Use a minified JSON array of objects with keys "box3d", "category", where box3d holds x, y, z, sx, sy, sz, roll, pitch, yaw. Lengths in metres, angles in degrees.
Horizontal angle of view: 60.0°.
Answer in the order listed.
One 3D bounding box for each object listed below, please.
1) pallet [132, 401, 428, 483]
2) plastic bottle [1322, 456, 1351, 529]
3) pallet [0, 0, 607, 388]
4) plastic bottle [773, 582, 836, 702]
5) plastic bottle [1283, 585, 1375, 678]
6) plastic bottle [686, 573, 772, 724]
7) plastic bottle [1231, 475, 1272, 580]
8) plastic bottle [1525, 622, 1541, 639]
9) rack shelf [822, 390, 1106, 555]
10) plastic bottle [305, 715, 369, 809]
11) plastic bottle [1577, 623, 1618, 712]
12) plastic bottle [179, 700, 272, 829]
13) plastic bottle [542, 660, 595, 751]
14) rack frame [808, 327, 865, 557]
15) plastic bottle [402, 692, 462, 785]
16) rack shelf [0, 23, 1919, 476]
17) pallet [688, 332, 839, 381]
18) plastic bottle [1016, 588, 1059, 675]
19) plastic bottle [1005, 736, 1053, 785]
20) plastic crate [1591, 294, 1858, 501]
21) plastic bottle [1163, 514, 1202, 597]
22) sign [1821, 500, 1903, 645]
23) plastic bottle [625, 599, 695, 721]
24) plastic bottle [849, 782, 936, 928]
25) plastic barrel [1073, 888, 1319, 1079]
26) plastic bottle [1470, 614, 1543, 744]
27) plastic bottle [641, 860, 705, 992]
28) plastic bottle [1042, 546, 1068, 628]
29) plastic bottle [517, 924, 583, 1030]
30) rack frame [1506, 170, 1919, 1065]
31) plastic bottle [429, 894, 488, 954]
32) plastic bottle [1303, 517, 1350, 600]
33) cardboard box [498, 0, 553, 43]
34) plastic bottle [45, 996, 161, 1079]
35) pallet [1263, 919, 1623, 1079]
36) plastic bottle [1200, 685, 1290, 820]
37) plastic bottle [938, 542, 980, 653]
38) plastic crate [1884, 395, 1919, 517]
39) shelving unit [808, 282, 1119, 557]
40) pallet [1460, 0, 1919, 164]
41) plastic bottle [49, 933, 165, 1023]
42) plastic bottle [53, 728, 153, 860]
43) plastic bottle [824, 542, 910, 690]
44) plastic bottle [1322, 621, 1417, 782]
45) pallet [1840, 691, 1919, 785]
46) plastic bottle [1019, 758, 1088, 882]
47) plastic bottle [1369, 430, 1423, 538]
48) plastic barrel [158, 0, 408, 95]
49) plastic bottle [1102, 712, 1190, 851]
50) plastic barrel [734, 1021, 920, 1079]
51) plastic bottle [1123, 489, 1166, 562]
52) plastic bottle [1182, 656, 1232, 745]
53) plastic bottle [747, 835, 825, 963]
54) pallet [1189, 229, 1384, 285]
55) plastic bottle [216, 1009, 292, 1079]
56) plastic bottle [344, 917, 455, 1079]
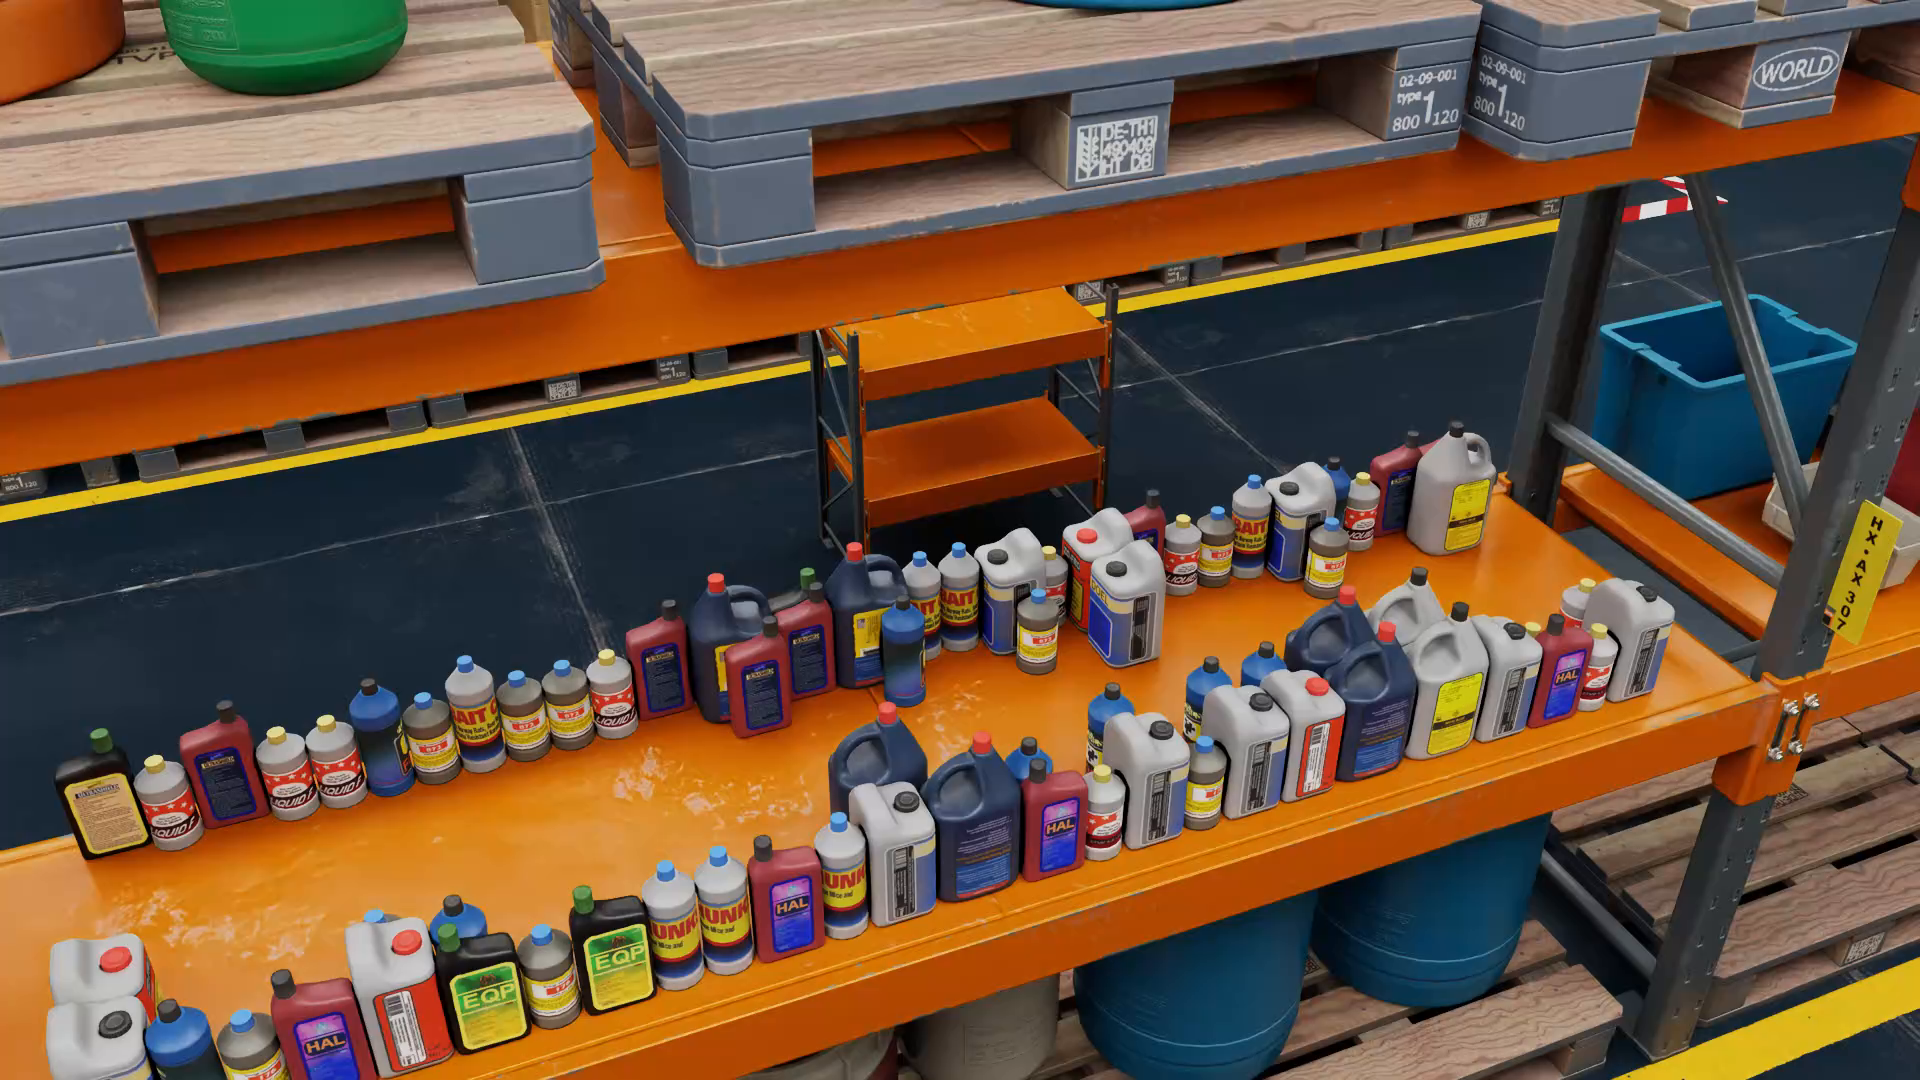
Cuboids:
[{"box3d":[-3.142,-0.705,7.639,1.213,0.211,1.003,-13,35,-19],"category":"pallet"},{"box3d":[0.941,-0.089,4.254,0.097,0.271,0.097,0,33,0],"category":"plastic bottle"},{"box3d":[-1.188,-0.534,2.242,1.213,0.211,1.003,-13,35,-19],"category":"pallet"},{"box3d":[-0.353,0.228,3.756,0.133,0.283,0.061,-13,35,-19],"category":"plastic bottle"},{"box3d":[0.810,0.258,3.648,0.185,0.351,0.144,-13,35,-19],"category":"plastic bottle"},{"box3d":[-0.507,0.224,3.701,0.185,0.351,0.144,-13,35,-19],"category":"plastic bottle"},{"box3d":[0.728,-0.040,4.178,0.097,0.271,0.097,0,33,0],"category":"plastic bottle"},{"box3d":[1.276,0.277,3.756,0.097,0.201,0.097,0,33,0],"category":"plastic bottle"},{"box3d":[0.006,-0.268,6.579,1.000,0.278,0.538,-13,35,-19],"category":"rack shelf"},{"box3d":[-1.308,0.456,3.481,0.097,0.201,0.097,0,33,0],"category":"plastic bottle"},{"box3d":[1.422,0.280,3.752,0.097,0.201,0.097,0,33,0],"category":"plastic bottle"},{"box3d":[-1.511,0.457,3.404,0.133,0.283,0.061,-13,35,-19],"category":"plastic bottle"},{"box3d":[-0.859,0.353,3.639,0.097,0.201,0.097,0,33,0],"category":"plastic bottle"},{"box3d":[-0.462,-0.366,6.280,0.032,1.125,0.500,-13,35,-19],"category":"rack frame"},{"box3d":[-1.128,0.415,3.545,0.097,0.201,0.097,0,33,0],"category":"plastic bottle"},{"box3d":[-0.087,-0.621,2.864,4.000,0.370,1.077,-13,35,-19],"category":"rack shelf"},{"box3d":[-0.893,-1.220,8.431,1.213,0.211,1.003,-13,35,-19],"category":"pallet"},{"box3d":[0.180,0.205,3.867,0.097,0.201,0.097,0,33,0],"category":"plastic bottle"},{"box3d":[0.136,0.509,3.336,0.097,0.271,0.097,0,33,0],"category":"plastic bottle"},{"box3d":[2.055,-0.376,4.537,0.575,0.384,0.392,-13,35,-19],"category":"plastic crate"},{"box3d":[0.548,0.031,4.134,0.097,0.201,0.097,0,33,0],"category":"plastic bottle"},{"box3d":[1.968,0.073,3.633,0.005,0.325,0.100,-13,35,-19],"category":"sign"},{"box3d":[-0.670,0.264,3.700,0.133,0.283,0.061,-13,35,-19],"category":"plastic bottle"},{"box3d":[-0.129,0.587,3.211,0.135,0.276,0.152,-13,35,-19],"category":"plastic bottle"},{"box3d":[0.596,0.872,4.199,0.708,0.901,0.600,-13,35,-19],"category":"plastic barrel"},{"box3d":[1.182,0.287,3.672,0.135,0.276,0.152,-13,35,-19],"category":"plastic bottle"},{"box3d":[-0.527,0.697,3.047,0.097,0.271,0.097,0,33,0],"category":"plastic bottle"},{"box3d":[0.211,0.108,4.016,0.097,0.201,0.097,0,33,0],"category":"plastic bottle"},{"box3d":[-0.740,0.775,2.991,0.097,0.201,0.097,0,33,0],"category":"plastic bottle"},{"box3d":[1.757,-0.088,4.134,0.127,3.000,1.000,-13,35,-19],"category":"rack frame"},{"box3d":[-0.887,0.743,2.976,0.097,0.271,0.097,0,33,0],"category":"plastic bottle"},{"box3d":[0.911,0.038,4.124,0.097,0.201,0.097,0,33,0],"category":"plastic bottle"},{"box3d":[-1.762,-2.393,7.201,0.500,0.500,0.700,-23,39,-31],"category":"cardboard box"},{"box3d":[-1.407,0.880,2.761,0.135,0.276,0.152,-13,35,-19],"category":"plastic bottle"},{"box3d":[1.029,1.223,4.677,1.213,0.211,1.003,-13,35,-19],"category":"pallet"},{"box3d":[0.593,0.422,3.465,0.135,0.276,0.152,-13,35,-19],"category":"plastic bottle"},{"box3d":[-0.003,0.128,3.922,0.097,0.271,0.097,0,33,0],"category":"plastic bottle"},{"box3d":[2.677,-0.202,4.196,0.583,0.464,0.402,-13,35,-19],"category":"plastic crate"},{"box3d":[0.006,-0.473,6.445,1.048,1.125,0.538,-13,35,-19],"category":"shelving unit"},{"box3d":[1.072,-1.051,3.038,1.003,0.211,1.213,-13,35,-19],"category":"pallet"},{"box3d":[-1.466,0.804,2.878,0.135,0.276,0.152,-13,35,-19],"category":"plastic bottle"},{"box3d":[-1.724,0.506,3.329,0.133,0.283,0.061,-13,35,-19],"category":"plastic bottle"},{"box3d":[-0.213,0.156,3.804,0.185,0.351,0.144,-13,35,-19],"category":"plastic bottle"},{"box3d":[0.865,0.331,3.537,0.185,0.351,0.144,-13,35,-19],"category":"plastic bottle"},{"box3d":[3.546,0.647,5.563,1.213,0.211,1.003,-13,35,-19],"category":"pallet"},{"box3d":[0.183,0.540,3.277,0.133,0.283,0.061,-13,35,-19],"category":"plastic bottle"},{"box3d":[1.130,-0.148,4.334,0.133,0.283,0.061,-13,35,-19],"category":"plastic bottle"},{"box3d":[-0.865,-0.719,2.112,0.294,0.245,0.294,0,33,0],"category":"plastic barrel"},{"box3d":[0.379,0.471,3.389,0.135,0.276,0.152,-13,35,-19],"category":"plastic bottle"},{"box3d":[-0.446,1.241,3.918,0.708,0.588,0.600,-13,35,-19],"category":"plastic barrel"},{"box3d":[0.435,0.012,4.089,0.133,0.283,0.061,-13,35,-19],"category":"plastic bottle"},{"box3d":[0.527,0.365,3.556,0.097,0.271,0.097,0,33,0],"category":"plastic bottle"},{"box3d":[-0.324,0.656,3.099,0.133,0.283,0.061,-13,35,-19],"category":"plastic bottle"},{"box3d":[1.603,-1.815,9.345,1.213,0.211,1.003,-13,35,-19],"category":"pallet"},{"box3d":[-1.200,0.880,2.829,0.097,0.201,0.097,0,33,0],"category":"plastic bottle"},{"box3d":[-0.981,0.782,2.911,0.135,0.276,0.152,-13,35,-19],"category":"plastic bottle"}]
